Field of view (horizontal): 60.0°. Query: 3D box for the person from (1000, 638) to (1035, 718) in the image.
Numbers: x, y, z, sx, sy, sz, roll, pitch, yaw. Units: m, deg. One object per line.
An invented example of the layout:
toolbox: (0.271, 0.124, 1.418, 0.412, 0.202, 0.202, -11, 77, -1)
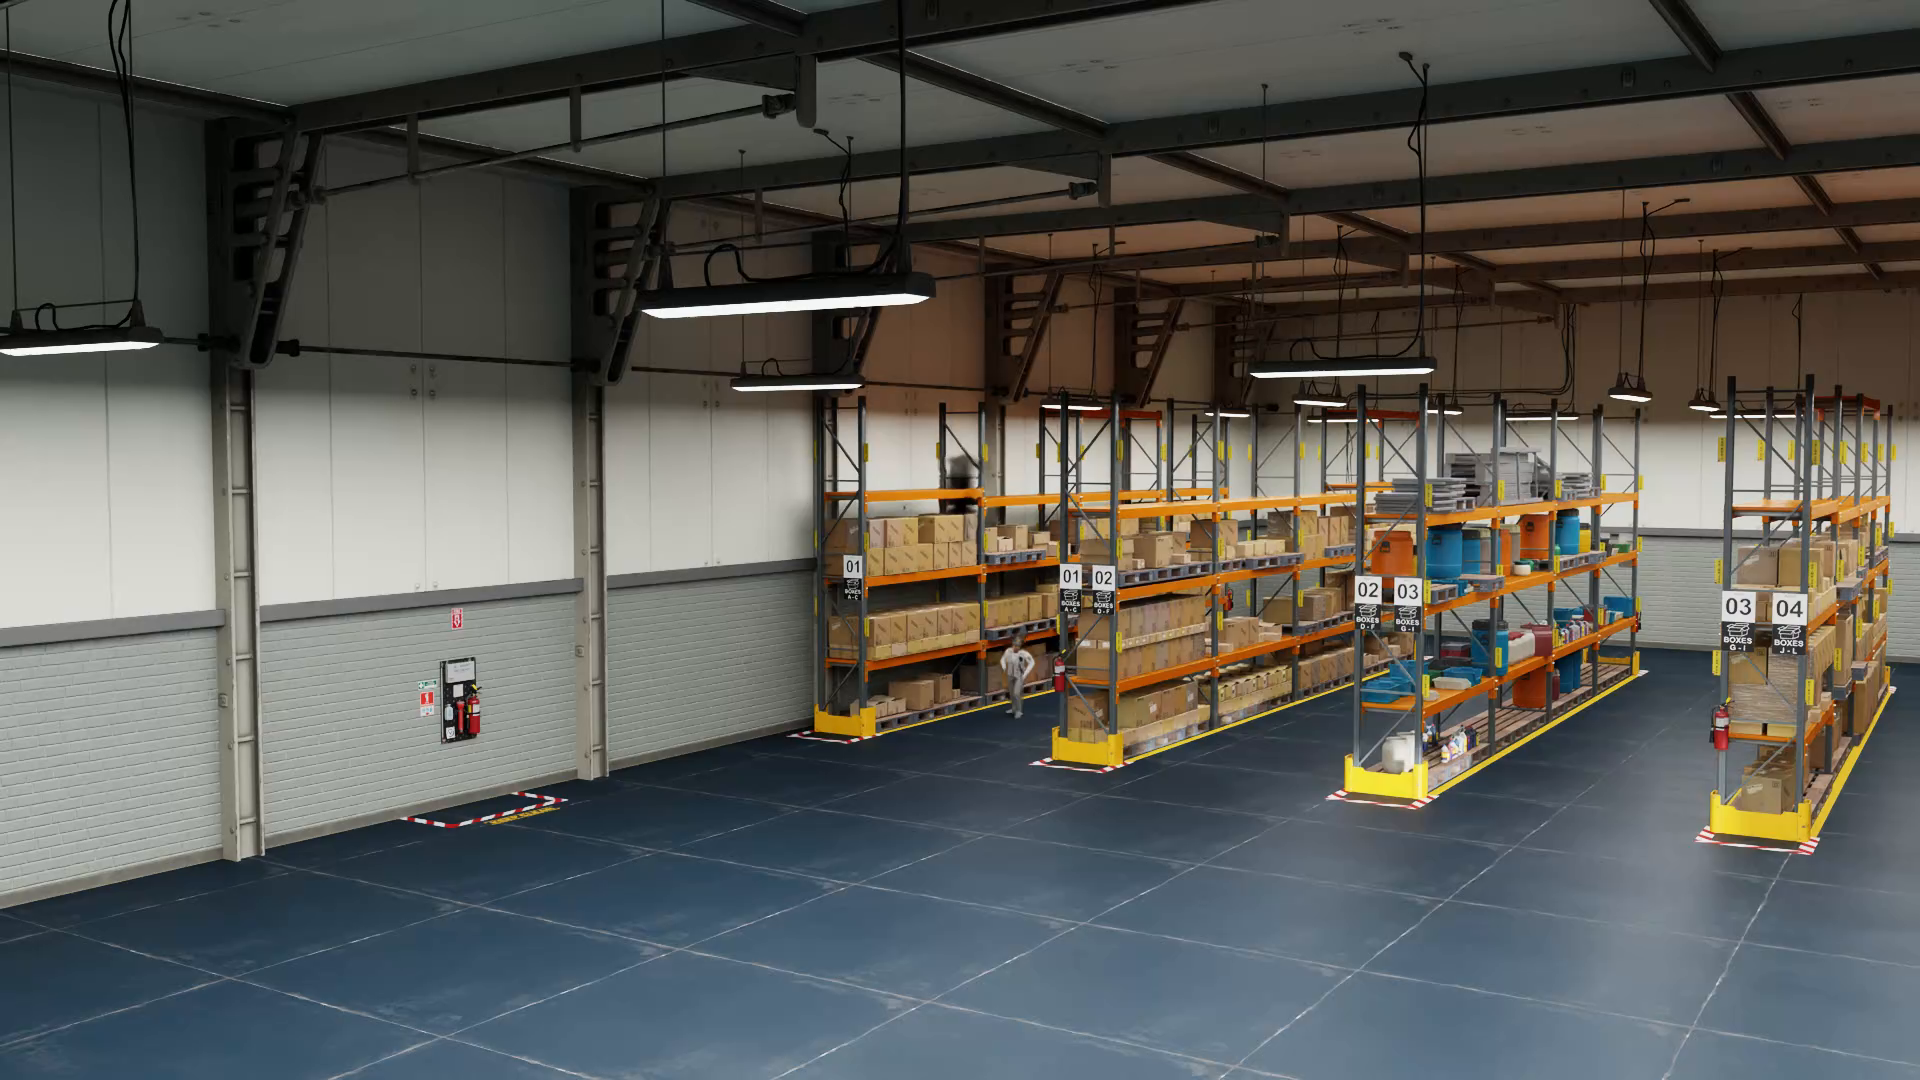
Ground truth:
person: (1.071, 2.603, 31.585, 0.651, 1.554, 0.780, 2, 3, 30)

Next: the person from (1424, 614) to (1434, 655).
person: (11.320, 1.957, 41.294, 0.921, 1.762, 0.667, 2, 4, 34)
